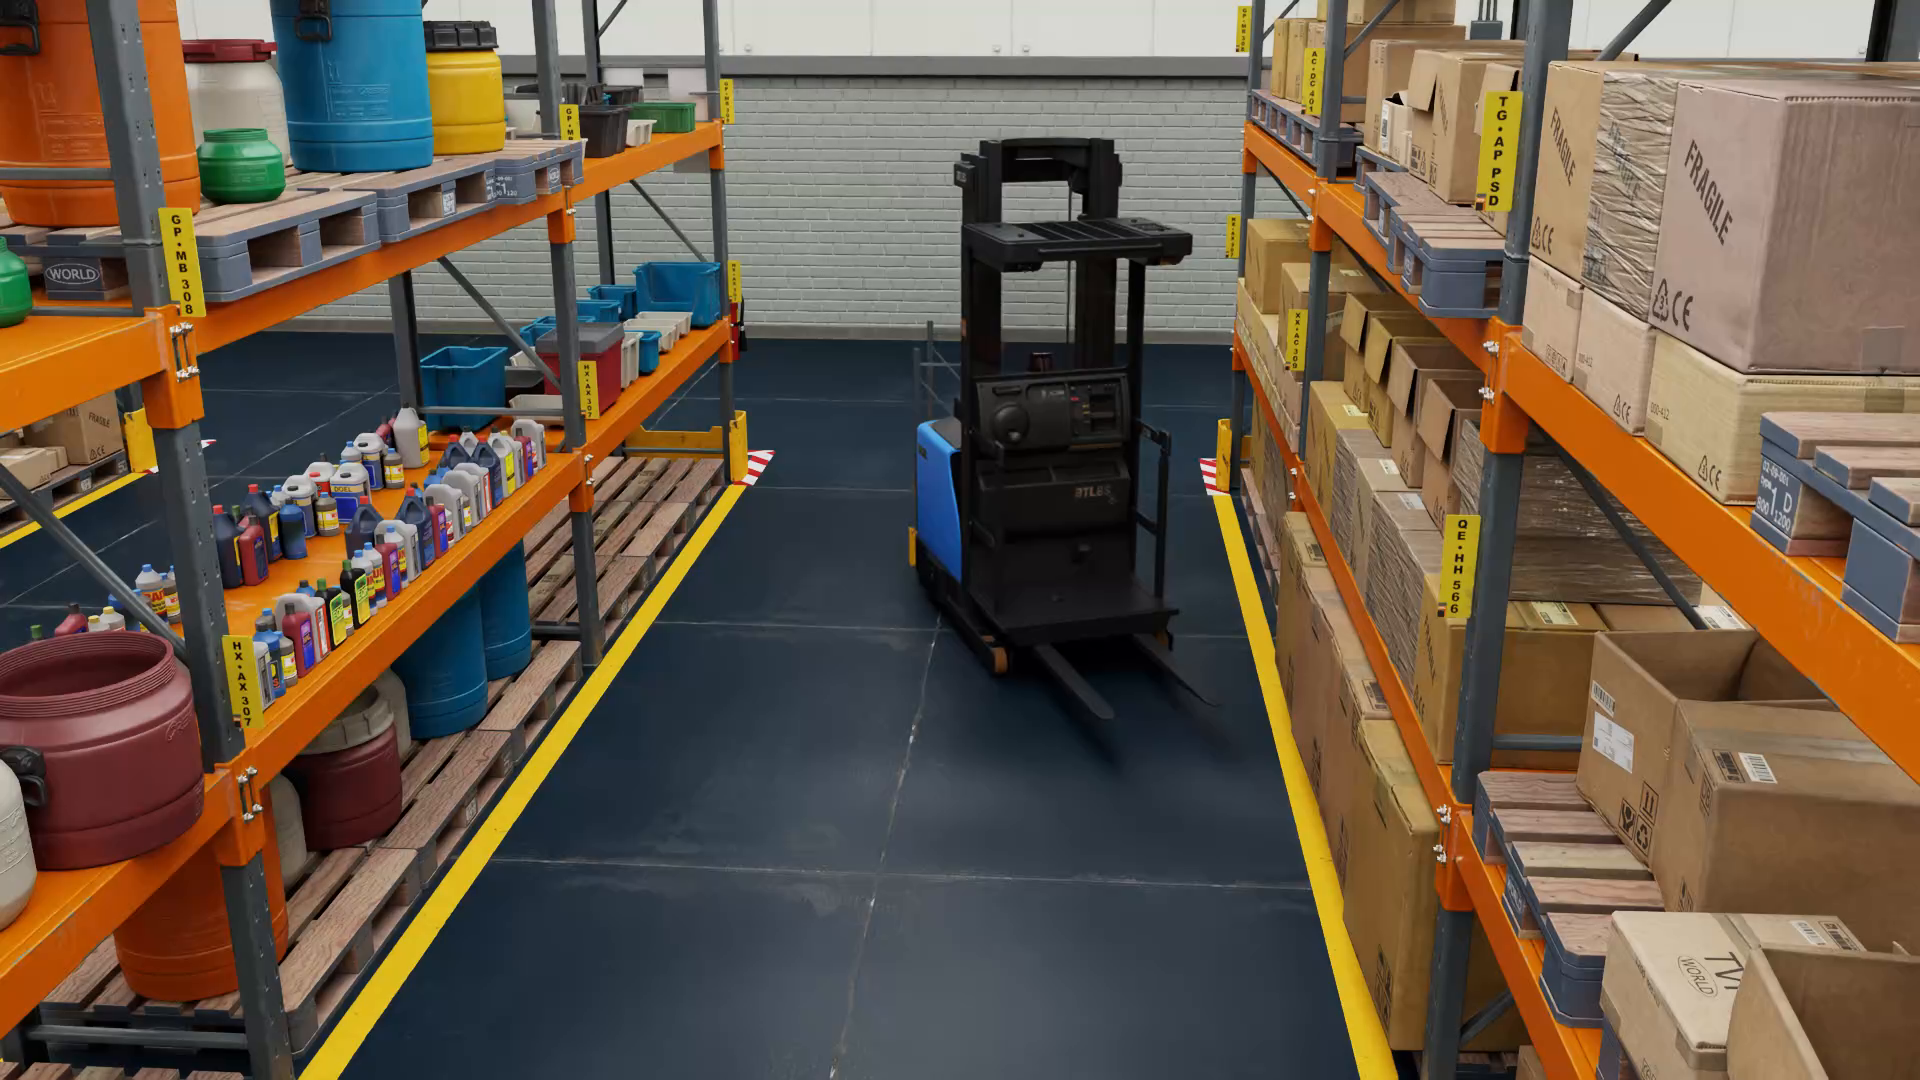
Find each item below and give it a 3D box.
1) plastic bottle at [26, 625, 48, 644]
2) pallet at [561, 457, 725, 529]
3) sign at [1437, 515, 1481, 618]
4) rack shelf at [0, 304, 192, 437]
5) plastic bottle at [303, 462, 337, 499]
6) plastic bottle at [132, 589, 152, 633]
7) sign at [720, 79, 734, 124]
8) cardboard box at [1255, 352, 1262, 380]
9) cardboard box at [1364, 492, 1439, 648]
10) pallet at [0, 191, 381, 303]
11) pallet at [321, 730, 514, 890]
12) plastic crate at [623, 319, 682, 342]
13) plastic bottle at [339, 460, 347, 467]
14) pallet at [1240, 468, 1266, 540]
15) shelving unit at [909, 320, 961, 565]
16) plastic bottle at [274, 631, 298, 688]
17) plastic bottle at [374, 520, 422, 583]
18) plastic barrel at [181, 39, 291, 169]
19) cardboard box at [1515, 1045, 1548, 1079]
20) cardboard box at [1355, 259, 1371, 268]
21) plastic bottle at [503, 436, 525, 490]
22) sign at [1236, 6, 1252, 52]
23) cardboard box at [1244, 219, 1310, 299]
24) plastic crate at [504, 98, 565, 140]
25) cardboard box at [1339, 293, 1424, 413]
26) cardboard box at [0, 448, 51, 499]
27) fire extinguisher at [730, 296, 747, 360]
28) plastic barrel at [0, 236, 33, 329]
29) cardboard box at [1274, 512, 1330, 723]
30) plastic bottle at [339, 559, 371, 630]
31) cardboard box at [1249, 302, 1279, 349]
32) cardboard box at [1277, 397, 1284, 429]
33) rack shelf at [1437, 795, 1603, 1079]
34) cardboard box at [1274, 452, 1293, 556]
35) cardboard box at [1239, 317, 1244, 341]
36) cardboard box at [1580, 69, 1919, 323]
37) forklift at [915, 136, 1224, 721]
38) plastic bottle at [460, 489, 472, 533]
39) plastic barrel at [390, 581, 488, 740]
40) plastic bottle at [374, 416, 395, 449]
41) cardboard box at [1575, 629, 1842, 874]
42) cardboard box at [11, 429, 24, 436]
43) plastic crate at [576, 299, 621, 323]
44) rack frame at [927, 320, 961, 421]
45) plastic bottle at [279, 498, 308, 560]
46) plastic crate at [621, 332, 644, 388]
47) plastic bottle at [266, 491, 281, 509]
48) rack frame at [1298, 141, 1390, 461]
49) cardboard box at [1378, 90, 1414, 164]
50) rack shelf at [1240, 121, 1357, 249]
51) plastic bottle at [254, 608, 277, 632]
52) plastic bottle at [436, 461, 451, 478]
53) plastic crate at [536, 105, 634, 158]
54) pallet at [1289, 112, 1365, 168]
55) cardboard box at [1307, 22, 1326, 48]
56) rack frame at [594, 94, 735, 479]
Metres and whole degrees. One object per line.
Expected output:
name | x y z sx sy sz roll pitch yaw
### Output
plastic bottle | -3.284 0.452 5.912 0.061 0.283 0.133 1 18 4
pallet | -2.412 -0.372 12.720 1.003 0.211 1.213 1 18 4
sign | 1.499 0.081 4.999 0.100 0.325 0.005 1 18 4
rack shelf | -3.031 0.070 3.231 1.077 0.370 4.000 1 18 4
plastic bottle | -3.080 -0.228 8.002 0.152 0.276 0.135 1 18 4
plastic bottle | -3.220 0.294 6.529 0.097 0.201 0.097 0 18 0
sign | -1.764 -3.321 12.592 0.100 0.325 0.005 1 18 4
cardboard box | 2.163 -1.142 10.994 0.380 0.149 0.250 1 18 3
cardboard box | 1.916 0.120 6.578 0.500 0.500 0.500 1 18 2
pallet | -2.735 -1.039 5.762 1.003 0.211 1.213 1 18 4
pallet | -2.783 1.234 7.819 1.003 0.211 1.213 1 18 4
plastic crate | -2.227 -1.509 12.037 0.396 0.136 0.243 1 18 4
plastic bottle | -3.083 -0.301 8.344 0.097 0.201 0.097 0 18 0
pallet | 2.647 -0.267 12.398 1.003 0.211 1.213 1 18 4
shelving unit | -0.021 -0.703 11.660 0.587 1.500 1.083 1 18 4
plastic bottle | -2.492 0.434 6.101 0.097 0.201 0.097 0 18 0
plastic bottle | -2.435 0.033 7.204 0.152 0.276 0.135 1 18 4
plastic barrel | -2.911 -1.711 6.619 0.433 0.535 0.433 0 18 0
cardboard box | 2.024 1.830 4.829 0.700 0.500 0.500 0 18 1
cardboard box | 2.704 -1.484 10.192 0.500 0.500 0.500 1 18 2
plastic bottle | -2.333 -0.408 8.551 0.152 0.276 0.135 1 18 4
sign | 2.073 -3.735 12.155 0.100 0.325 0.005 1 18 4
cardboard box | 2.286 -1.970 11.677 0.500 0.500 0.500 1 18 3
plastic crate | -2.781 -2.640 10.536 0.437 0.282 0.530 1 18 4
cardboard box | 2.302 -0.925 8.158 0.797 0.503 0.637 1 18 2
cardboard box | -7.146 -0.498 12.335 0.500 0.250 0.500 1 18 4
fire extinguisher | -1.850 -1.775 13.247 0.296 0.674 0.183 1 18 4
plastic barrel | -2.854 -0.742 4.801 0.294 0.245 0.294 0 18 0
cardboard box | 2.313 0.410 8.593 1.225 0.875 0.875 1 18 4
plastic bottle | -2.429 0.204 6.669 0.061 0.283 0.133 1 18 4
cardboard box | 2.252 -1.451 11.298 0.500 0.250 0.500 1 18 2
cardboard box | 2.071 -0.742 9.773 0.380 0.149 0.250 1 18 3
rack shelf | 1.909 1.606 3.361 1.077 0.370 4.000 1 18 4
cardboard box | 2.531 -0.272 10.674 0.875 0.875 0.875 1 18 4
cardboard box | 2.254 -1.540 12.209 0.380 0.149 0.250 1 18 3
cardboard box | 1.722 -0.770 3.675 0.500 0.500 0.500 1 18 4
forklift | 0.613 -0.752 9.511 1.130 2.935 3.031 -5 19 -16
plastic bottle | -2.360 -0.138 7.845 0.097 0.201 0.097 0 18 0
plastic barrel | -2.708 0.476 8.349 0.600 0.901 0.708 1 18 4
plastic bottle | -3.062 -0.509 8.846 0.061 0.283 0.133 1 18 4
cardboard box | 2.054 0.564 4.549 0.500 0.500 0.500 -1 18 -3
cardboard box | -7.627 -0.796 13.407 0.380 0.149 0.250 1 18 4
plastic crate | -2.707 -1.628 12.246 0.416 0.233 0.300 1 18 4
rack frame | 0.013 -0.858 12.133 0.500 1.500 0.032 1 18 4
plastic bottle | -3.003 -0.055 7.481 0.097 0.271 0.097 0 18 0
plastic crate | -2.308 -1.153 10.717 0.437 0.282 0.530 1 18 4
plastic bottle | -3.140 -0.089 7.583 0.097 0.271 0.097 0 18 0
rack frame | 2.339 -0.600 8.936 1.000 3.000 0.127 1 18 4
cardboard box | 2.171 -1.844 7.383 0.500 0.311 0.500 1 18 2
rack shelf | 2.483 -2.304 10.476 1.077 0.370 4.000 1 18 4
plastic bottle | -2.627 0.359 6.330 0.097 0.201 0.097 0 18 0
plastic bottle | -2.495 -0.246 8.064 0.097 0.271 0.097 0 18 0
plastic crate | -2.238 -2.453 9.985 0.497 0.269 0.590 1 18 4
pallet | 2.408 -2.237 9.257 1.003 0.211 1.213 1 18 4
cardboard box | 2.378 -2.731 9.627 0.700 0.500 0.500 2 18 7
rack frame | -2.314 -1.953 13.065 1.000 3.000 0.127 1 18 4
